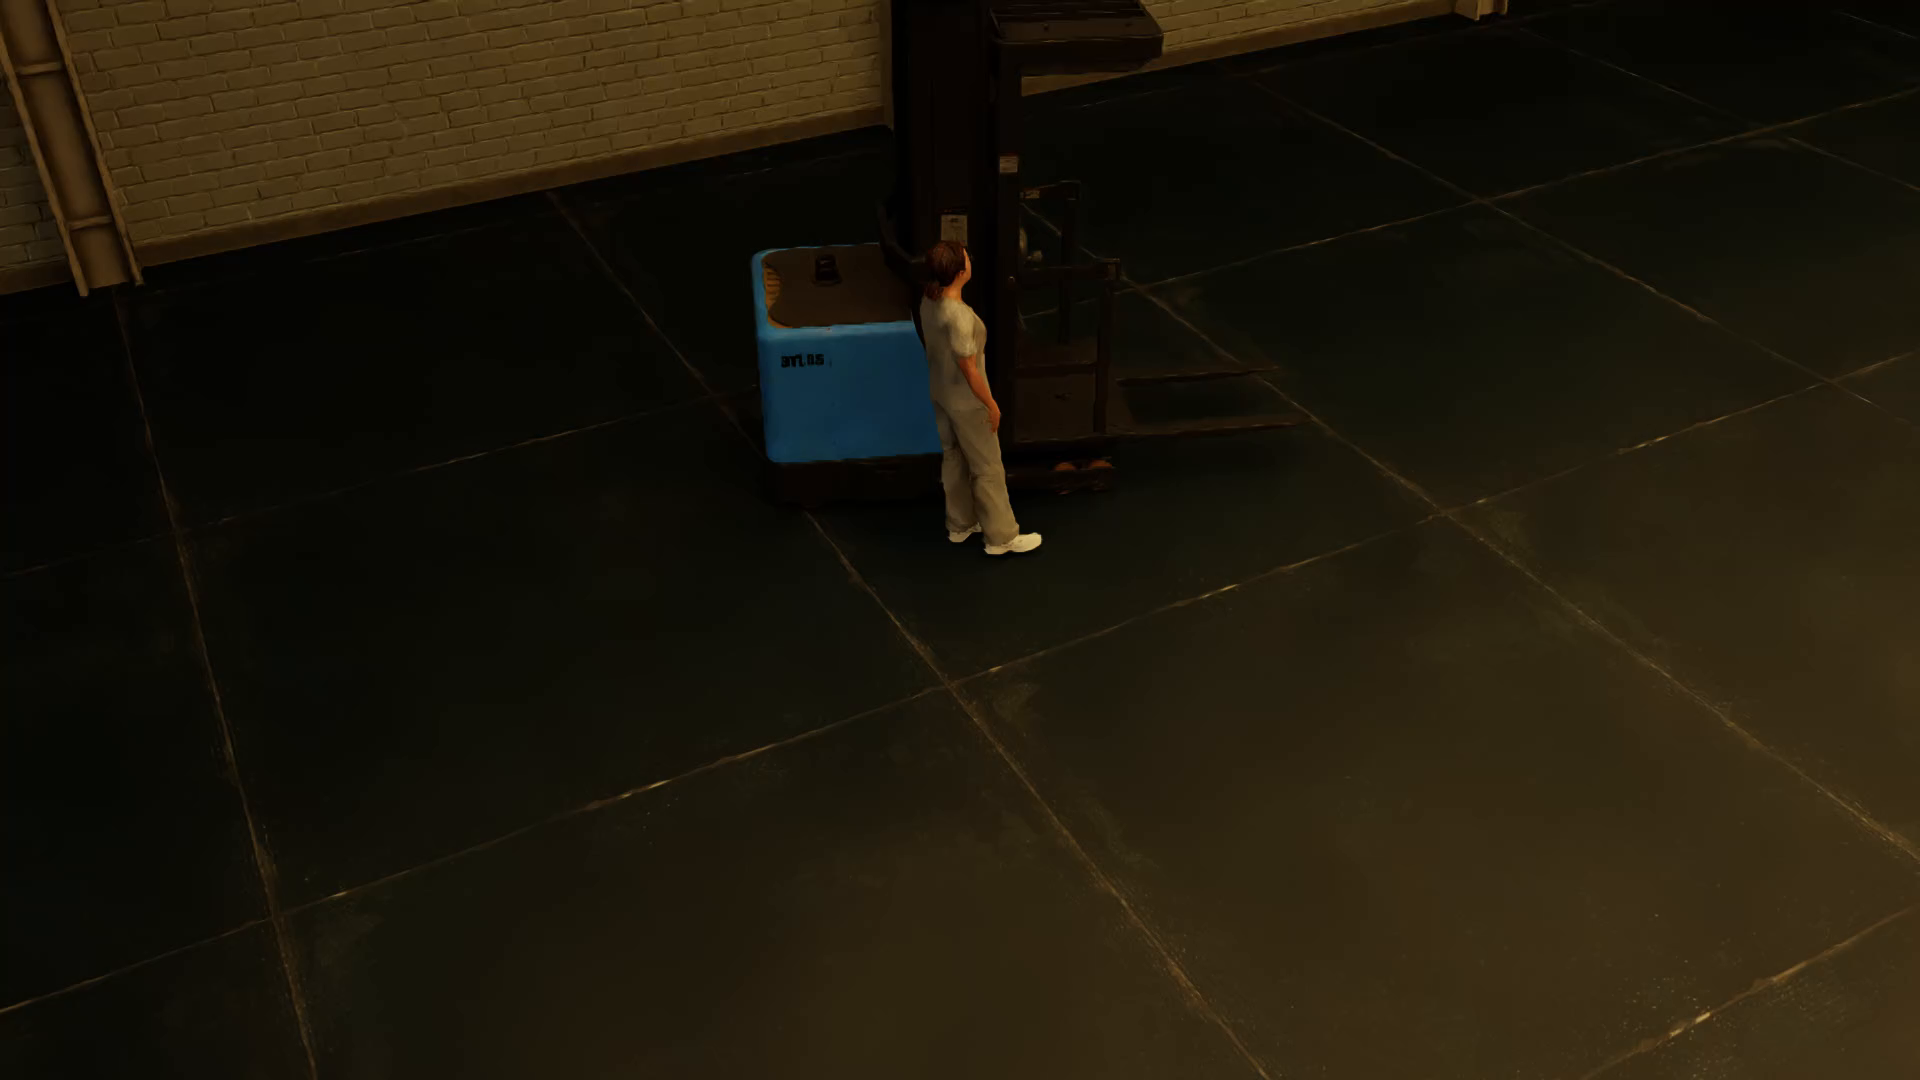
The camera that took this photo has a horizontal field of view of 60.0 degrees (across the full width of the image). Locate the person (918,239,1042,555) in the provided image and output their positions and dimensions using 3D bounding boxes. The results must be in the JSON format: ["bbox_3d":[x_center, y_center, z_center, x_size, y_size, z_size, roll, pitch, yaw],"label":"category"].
[{"bbox_3d":[0.072,-0.714,8.187,0.545,1.673,0.549,-17,39,-23],"label":"person"}]

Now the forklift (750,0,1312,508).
[{"bbox_3d":[0.409,-1.746,8.593,3.031,2.935,1.130,-5,36,-7],"label":"forklift"}]
